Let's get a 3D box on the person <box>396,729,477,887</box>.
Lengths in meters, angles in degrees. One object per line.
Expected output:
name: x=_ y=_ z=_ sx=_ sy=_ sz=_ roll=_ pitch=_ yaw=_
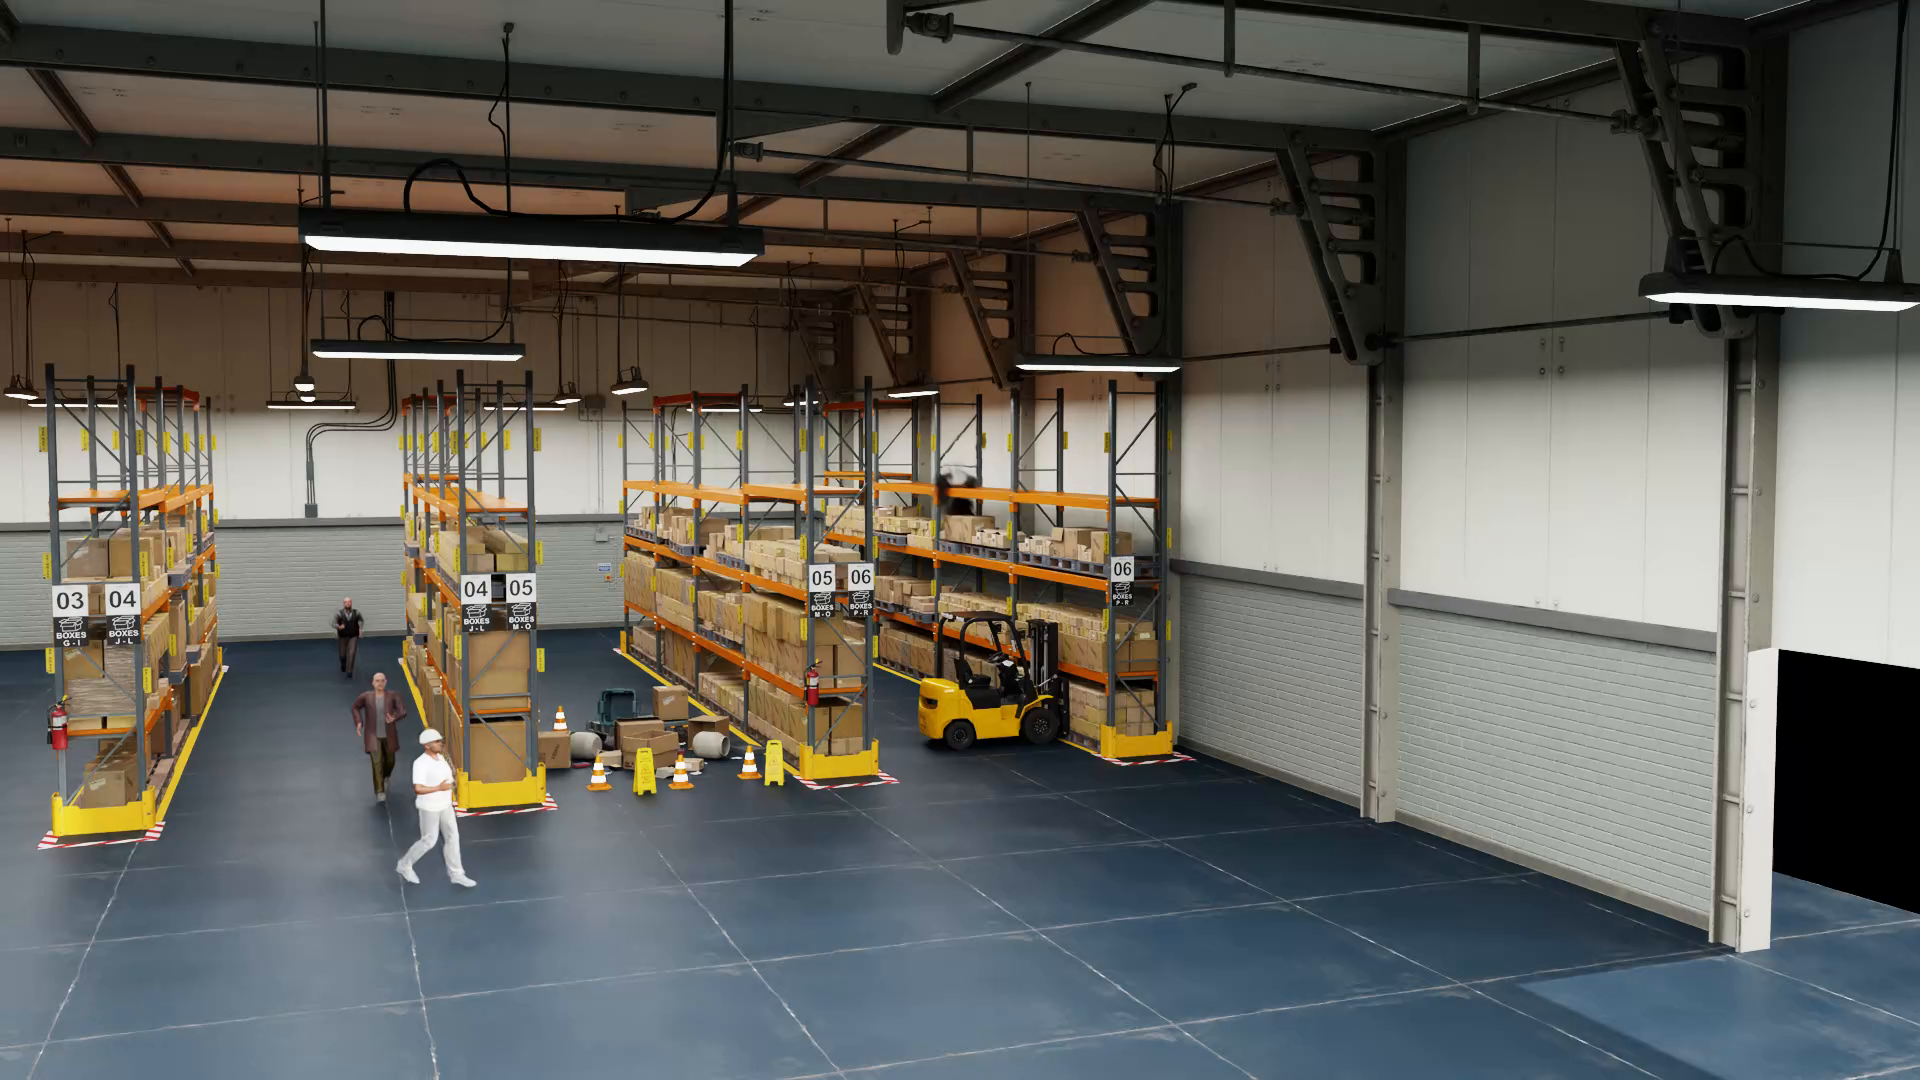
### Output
person: x=-5.878 y=2.996 z=18.620 sx=0.917 sy=1.765 sz=0.700 roll=1 pitch=3 yaw=13

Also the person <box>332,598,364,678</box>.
person: x=-13.048 y=2.078 z=35.475 sx=0.665 sy=1.698 sz=0.804 roll=-1 pitch=4 yaw=-22

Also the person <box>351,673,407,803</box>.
person: x=-8.118 y=2.742 z=23.282 sx=0.724 sy=1.760 sz=0.937 roll=-2 pitch=4 yaw=-25
